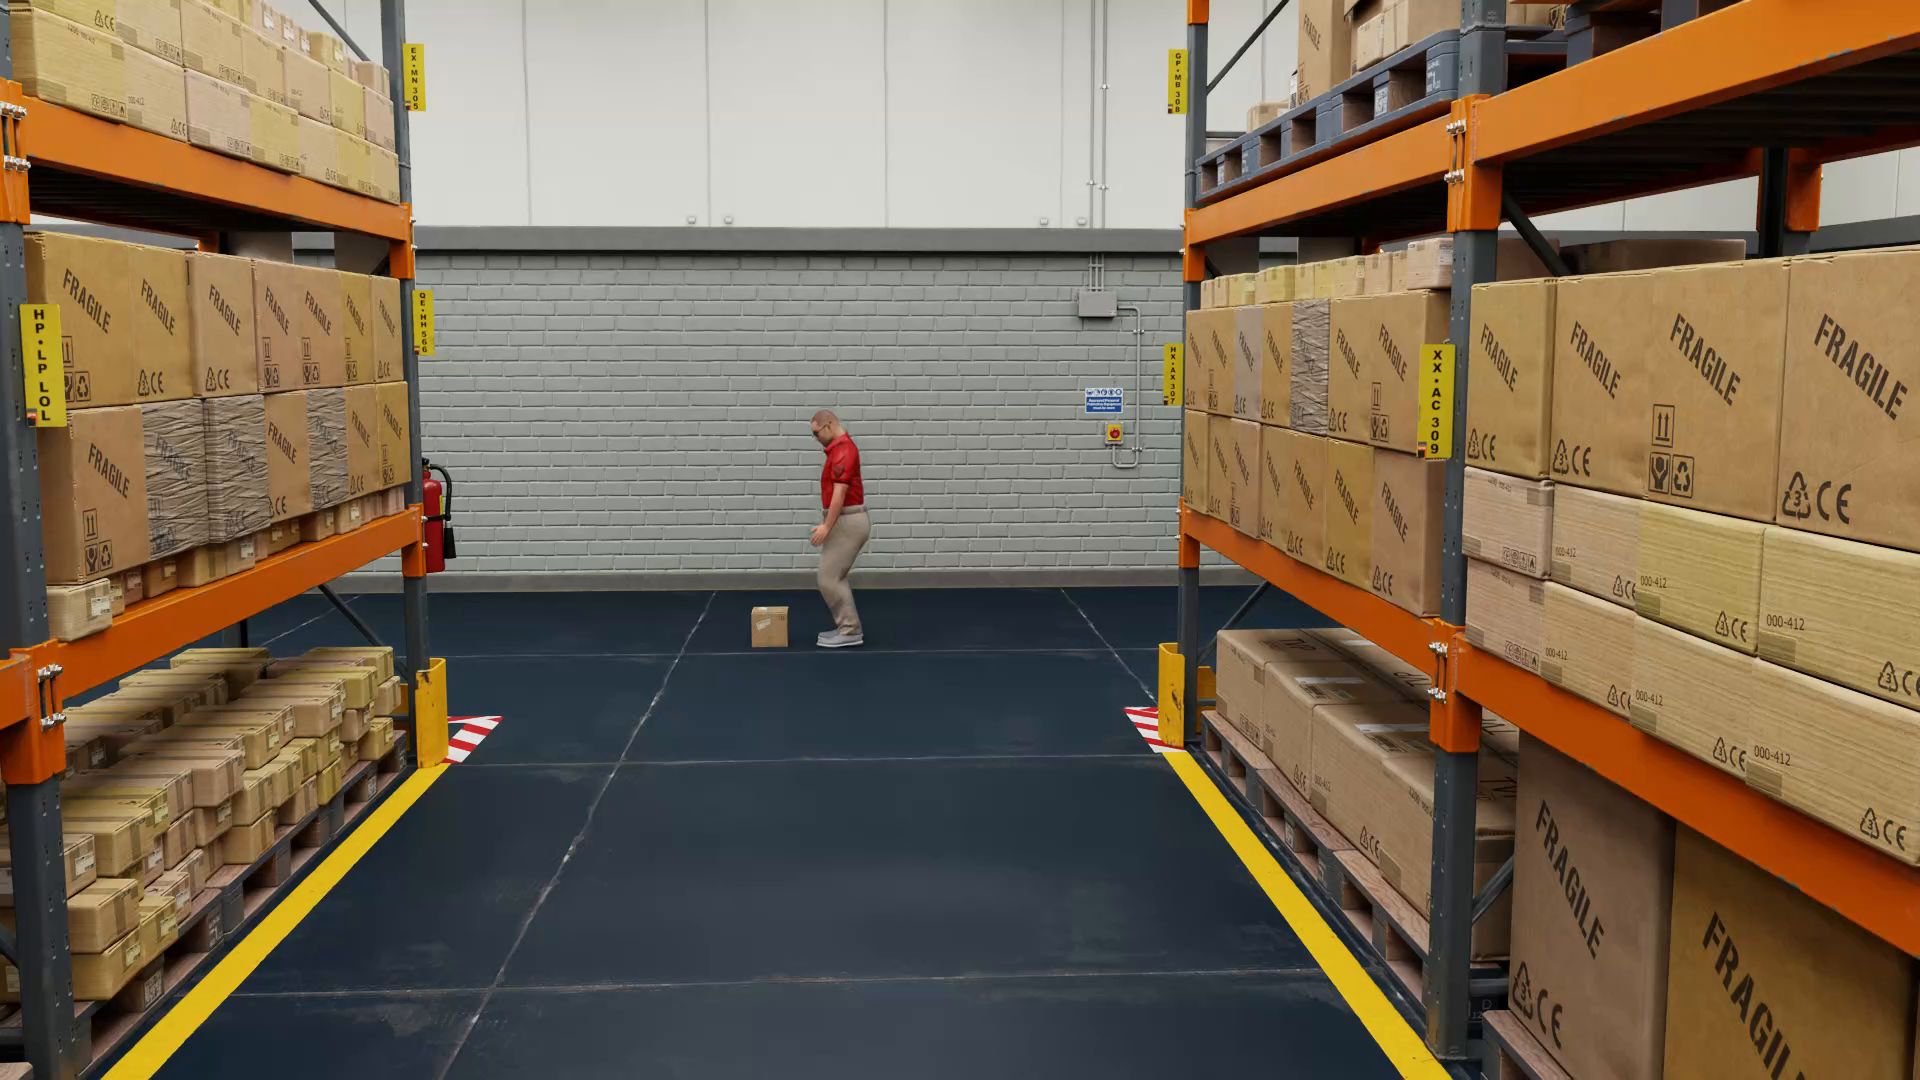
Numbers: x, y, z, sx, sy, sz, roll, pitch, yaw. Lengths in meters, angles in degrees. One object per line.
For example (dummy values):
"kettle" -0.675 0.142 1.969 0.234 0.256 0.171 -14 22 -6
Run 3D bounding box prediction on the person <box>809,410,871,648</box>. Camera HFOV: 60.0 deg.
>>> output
"person" -0.862 -0.083 11.778 0.392 1.677 0.557 0 7 -2
